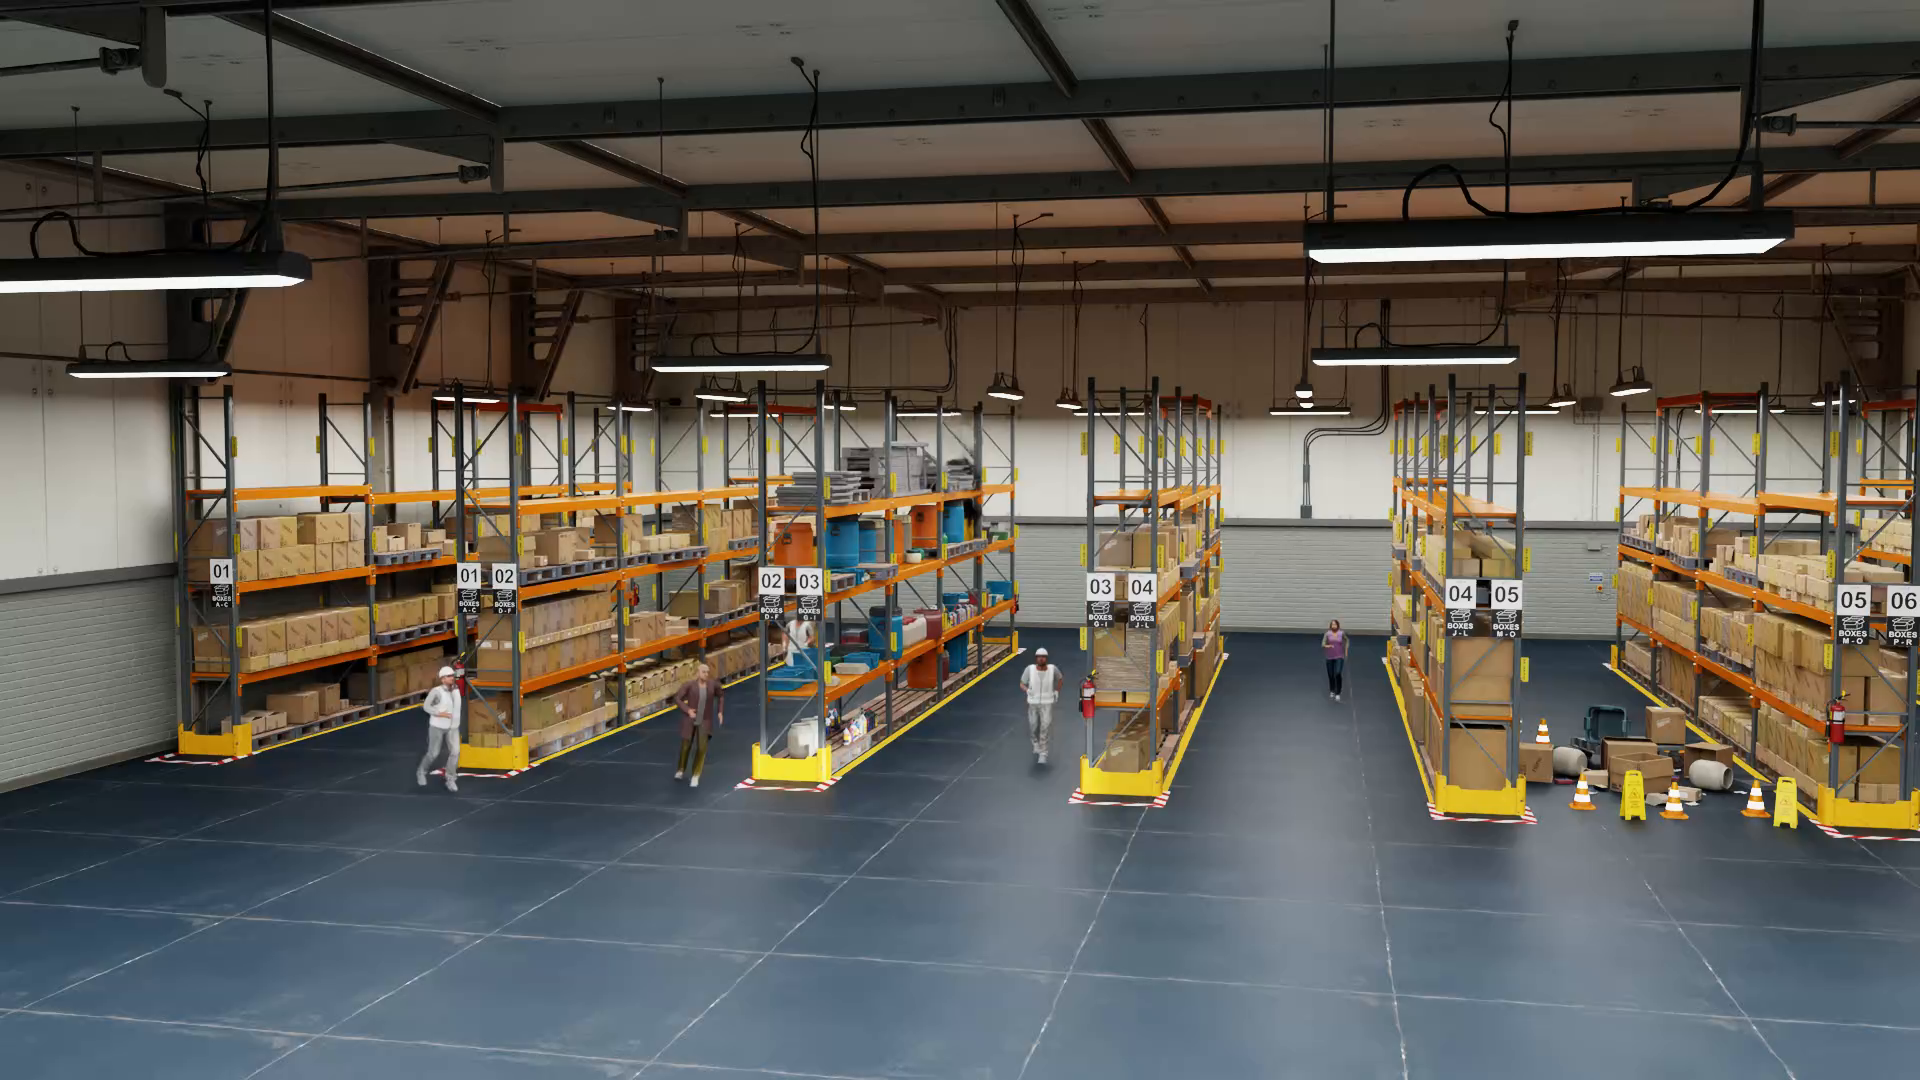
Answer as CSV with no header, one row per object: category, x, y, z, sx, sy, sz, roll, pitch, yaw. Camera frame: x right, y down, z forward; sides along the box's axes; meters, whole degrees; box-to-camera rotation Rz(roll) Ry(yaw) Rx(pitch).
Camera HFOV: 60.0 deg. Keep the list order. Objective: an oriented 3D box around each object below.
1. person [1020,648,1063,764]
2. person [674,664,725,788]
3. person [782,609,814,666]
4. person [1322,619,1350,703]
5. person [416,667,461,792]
person,1.292,2.602,26.460,0.686,1.778,0.901,0,3,5
person,-3.867,2.747,24.749,0.770,1.822,0.737,-1,3,-15
person,-3.289,2.247,33.579,0.672,1.742,0.560,0,3,3
person,7.375,2.372,32.701,0.507,1.645,0.711,1,3,20
person,-7.551,2.747,24.378,0.888,1.784,0.691,3,4,41
